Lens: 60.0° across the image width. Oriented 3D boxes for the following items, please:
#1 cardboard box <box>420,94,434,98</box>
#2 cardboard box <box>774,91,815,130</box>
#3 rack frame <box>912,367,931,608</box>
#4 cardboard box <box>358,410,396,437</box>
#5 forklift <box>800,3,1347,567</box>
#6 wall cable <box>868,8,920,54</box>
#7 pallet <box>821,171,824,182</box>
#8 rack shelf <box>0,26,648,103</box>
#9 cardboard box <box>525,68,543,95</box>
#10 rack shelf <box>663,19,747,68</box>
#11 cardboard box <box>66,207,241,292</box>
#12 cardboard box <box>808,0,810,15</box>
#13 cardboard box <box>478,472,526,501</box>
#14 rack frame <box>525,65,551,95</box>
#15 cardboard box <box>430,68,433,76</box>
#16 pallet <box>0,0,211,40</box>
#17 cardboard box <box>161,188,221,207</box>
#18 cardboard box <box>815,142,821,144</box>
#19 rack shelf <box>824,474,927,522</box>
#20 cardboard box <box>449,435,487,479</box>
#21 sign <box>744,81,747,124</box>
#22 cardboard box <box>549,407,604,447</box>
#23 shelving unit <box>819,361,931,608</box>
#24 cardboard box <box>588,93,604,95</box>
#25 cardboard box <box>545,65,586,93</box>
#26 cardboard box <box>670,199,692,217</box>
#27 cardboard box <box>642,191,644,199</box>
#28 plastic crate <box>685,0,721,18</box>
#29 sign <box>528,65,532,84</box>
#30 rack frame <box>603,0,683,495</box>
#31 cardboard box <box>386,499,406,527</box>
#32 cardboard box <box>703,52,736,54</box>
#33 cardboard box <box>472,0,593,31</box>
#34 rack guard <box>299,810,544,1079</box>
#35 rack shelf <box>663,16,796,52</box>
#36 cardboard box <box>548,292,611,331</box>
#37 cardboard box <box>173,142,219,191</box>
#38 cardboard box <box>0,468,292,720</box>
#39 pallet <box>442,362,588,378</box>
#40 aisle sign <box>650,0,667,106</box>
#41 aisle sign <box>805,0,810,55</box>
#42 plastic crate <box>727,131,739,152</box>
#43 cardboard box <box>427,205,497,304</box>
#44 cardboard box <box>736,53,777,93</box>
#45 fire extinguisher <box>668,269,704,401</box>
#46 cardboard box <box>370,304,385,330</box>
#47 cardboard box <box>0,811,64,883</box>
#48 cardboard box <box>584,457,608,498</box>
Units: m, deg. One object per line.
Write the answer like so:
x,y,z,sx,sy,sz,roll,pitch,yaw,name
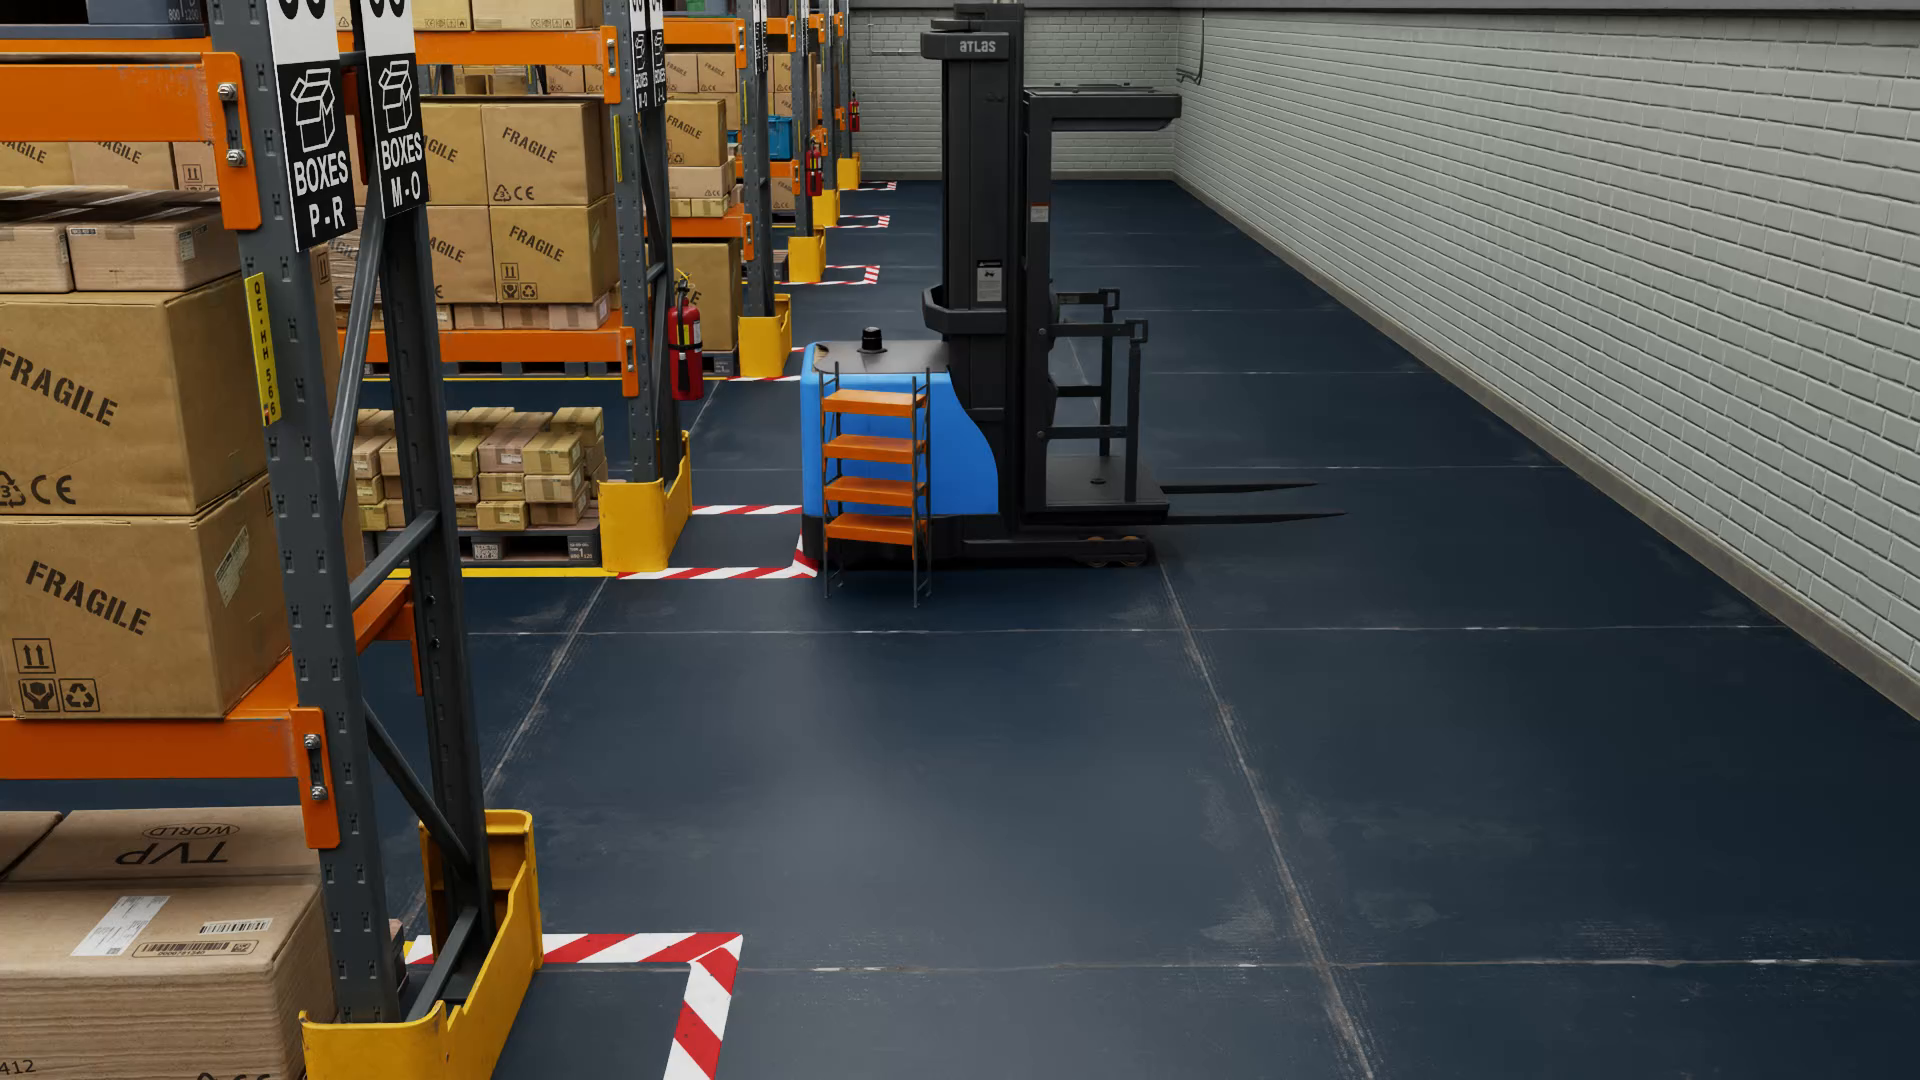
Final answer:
-3.183,-2.176,9.132,0.500,0.500,0.500,-1,18,-2,cardboard box
-2.278,-5.935,22.974,0.500,0.500,0.500,0,18,1,cardboard box
-0.192,-0.259,8.392,0.015,1.200,0.240,5,19,16,rack frame
-3.286,-0.634,9.618,0.250,0.149,0.380,0,18,1,cardboard box
0.629,-1.407,9.135,3.031,2.935,1.130,-1,18,-3,forklift
-0.651,-8.264,28.736,1.851,1.984,0.084,0,18,-1,wall cable
-2.715,-6.130,28.311,1.213,0.211,1.003,0,18,-1,pallet
-3.704,-2.508,8.721,4.000,0.370,1.077,0,18,-1,rack shelf
-6.883,-7.580,27.584,0.500,0.500,0.500,0,18,0,cardboard box
-3.682,-4.023,13.445,4.000,0.370,1.077,0,18,-1,rack shelf
-1.881,-0.690,3.925,0.250,0.149,0.380,0,18,0,cardboard box
-2.352,-7.405,23.054,0.500,0.250,0.500,0,18,-1,cardboard box
-2.490,-0.341,9.193,0.250,0.149,0.380,-1,18,-2,cardboard box
-5.834,-5.953,23.195,0.127,3.000,1.000,0,18,-1,rack frame
-8.902,-7.570,27.550,0.500,0.500,0.500,0,18,1,cardboard box
-2.267,-1.300,3.923,1.213,0.211,1.003,0,18,-1,pallet
-1.885,-0.836,4.380,0.250,0.149,0.380,0,18,0,cardboard box
-2.493,-6.832,28.277,0.250,0.149,0.380,0,18,0,cardboard box
-0.425,-0.217,8.481,0.480,0.148,0.258,5,19,16,rack shelf
-2.739,-0.454,9.057,0.250,0.149,0.380,-1,18,-2,cardboard box
-1.687,-3.445,13.094,0.005,0.325,0.100,0,18,-1,sign
-2.234,-0.659,9.696,0.250,0.149,0.380,-1,18,-3,cardboard box
-0.425,-0.281,8.460,0.503,1.200,0.258,5,19,16,shelving unit
-4.808,-5.924,22.939,0.500,0.500,0.500,0,18,0,cardboard box
-5.358,-6.393,22.766,0.500,0.500,0.500,0,18,1,cardboard box
-2.293,-2.723,13.538,0.250,0.149,0.380,0,18,0,cardboard box
-2.669,-2.932,13.534,0.500,0.250,0.500,-1,18,-2,cardboard box
-2.742,-5.695,17.827,0.336,0.188,0.450,0,18,-1,plastic crate
-5.822,-6.335,22.490,0.005,0.325,0.100,0,18,-1,sign
-1.705,-1.432,9.100,0.127,3.000,1.000,0,18,-1,rack frame
-2.995,-0.196,9.226,0.250,0.149,0.380,0,18,0,cardboard box
-3.305,-6.569,23.314,0.500,0.500,0.500,0,18,0,cardboard box
-2.155,-2.706,8.406,0.500,0.250,0.500,-1,18,-2,cardboard box
-1.501,1.270,4.771,0.348,0.500,1.175,0,18,-1,rack guard
-3.760,-5.536,18.161,4.000,0.370,1.077,0,18,-1,rack shelf
-2.026,-1.224,8.864,0.250,0.149,0.380,0,18,-1,cardboard box
-3.714,-2.008,8.608,0.500,0.500,0.500,-1,18,-3,cardboard box
-2.004,0.115,4.114,0.500,0.500,0.500,0,18,-1,cardboard box
-3.697,-1.586,14.147,1.213,0.211,1.003,0,18,-1,pallet
-1.636,-2.761,8.989,0.004,0.787,0.394,0,18,-1,aisle sign
-1.693,-5.789,18.426,0.004,0.787,0.394,0,18,-1,aisle sign
-2.670,-4.505,18.855,0.300,0.233,0.416,0,18,-1,plastic crate
-2.665,-1.539,8.784,0.500,0.500,0.500,-1,18,-2,cardboard box
-2.780,-6.407,22.810,0.500,0.500,0.500,0,18,1,cardboard box
-1.446,-1.077,8.733,0.183,0.674,0.296,0,18,-1,fire extinguisher
-3.045,-1.228,8.876,0.250,0.149,0.380,-1,18,-3,cardboard box
-3.099,1.140,4.589,0.875,0.438,0.875,0,18,1,cardboard box
-2.234,-0.369,9.768,0.250,0.149,0.380,0,18,0,cardboard box
